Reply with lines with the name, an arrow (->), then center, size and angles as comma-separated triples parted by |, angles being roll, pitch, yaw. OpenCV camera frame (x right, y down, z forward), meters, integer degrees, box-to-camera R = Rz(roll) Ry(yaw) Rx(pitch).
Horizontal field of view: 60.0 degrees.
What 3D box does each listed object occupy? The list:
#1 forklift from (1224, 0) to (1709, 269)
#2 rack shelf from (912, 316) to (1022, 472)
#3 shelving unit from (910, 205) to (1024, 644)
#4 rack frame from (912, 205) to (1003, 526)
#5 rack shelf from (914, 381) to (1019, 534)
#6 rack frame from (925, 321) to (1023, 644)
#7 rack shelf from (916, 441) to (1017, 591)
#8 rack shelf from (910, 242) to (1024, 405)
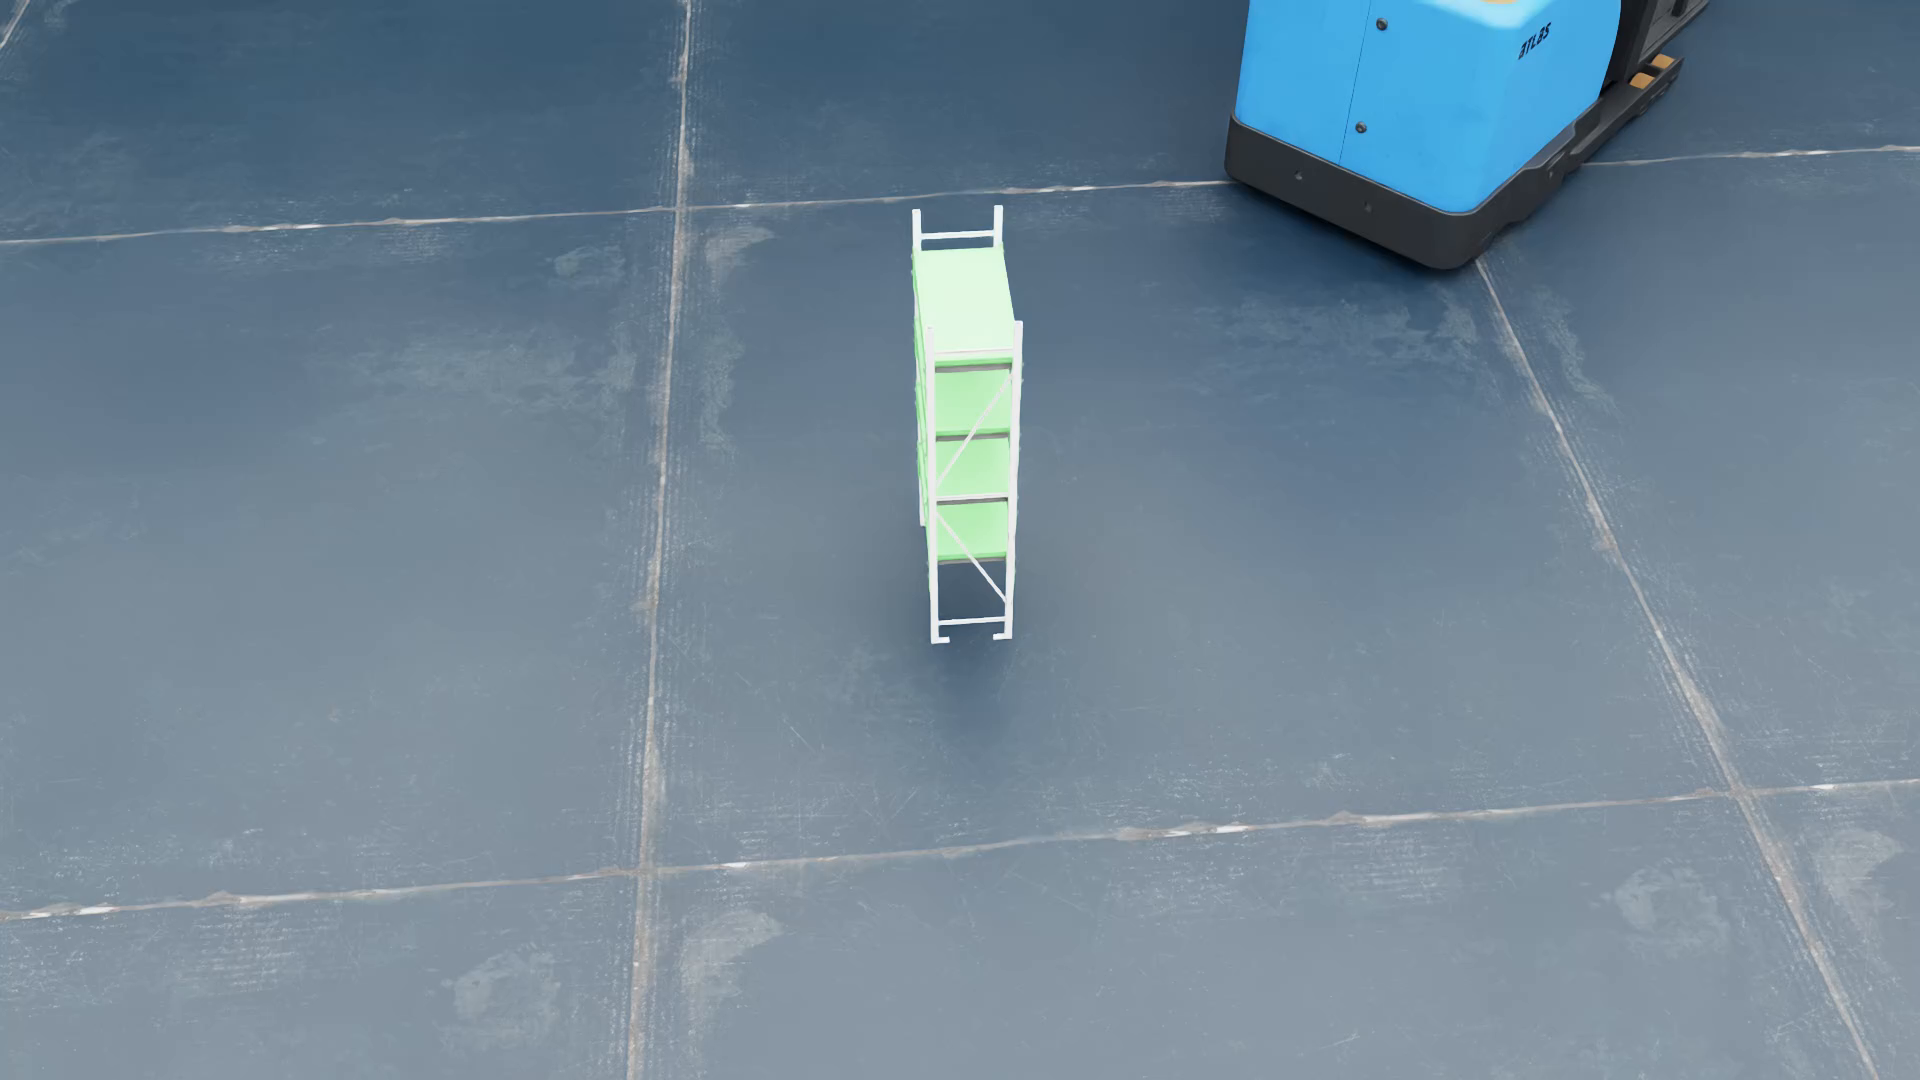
forklift -> 2.383, -2.996, 6.069 | 1.130, 2.935, 3.031 | 32, 54, 27
rack shelf -> 0.014, -0.414, 4.573 | 0.258, 0.148, 0.480 | -3, 47, -3
shelving unit -> 0.014, -0.293, 4.701 | 0.258, 1.200, 0.503 | -3, 47, -3
rack frame -> -0.007, -0.469, 4.868 | 0.240, 1.200, 0.015 | -3, 47, -3
rack shelf -> 0.014, -0.249, 4.747 | 0.258, 0.148, 0.480 | -3, 47, -3
rack frame -> 0.034, -0.116, 4.534 | 0.240, 1.200, 0.015 | -3, 47, -3
rack shelf -> 0.014, -0.084, 4.922 | 0.258, 0.148, 0.480 | -3, 47, -3
rack shelf -> 0.014, -0.579, 4.399 | 0.258, 0.148, 0.480 | -3, 47, -3
